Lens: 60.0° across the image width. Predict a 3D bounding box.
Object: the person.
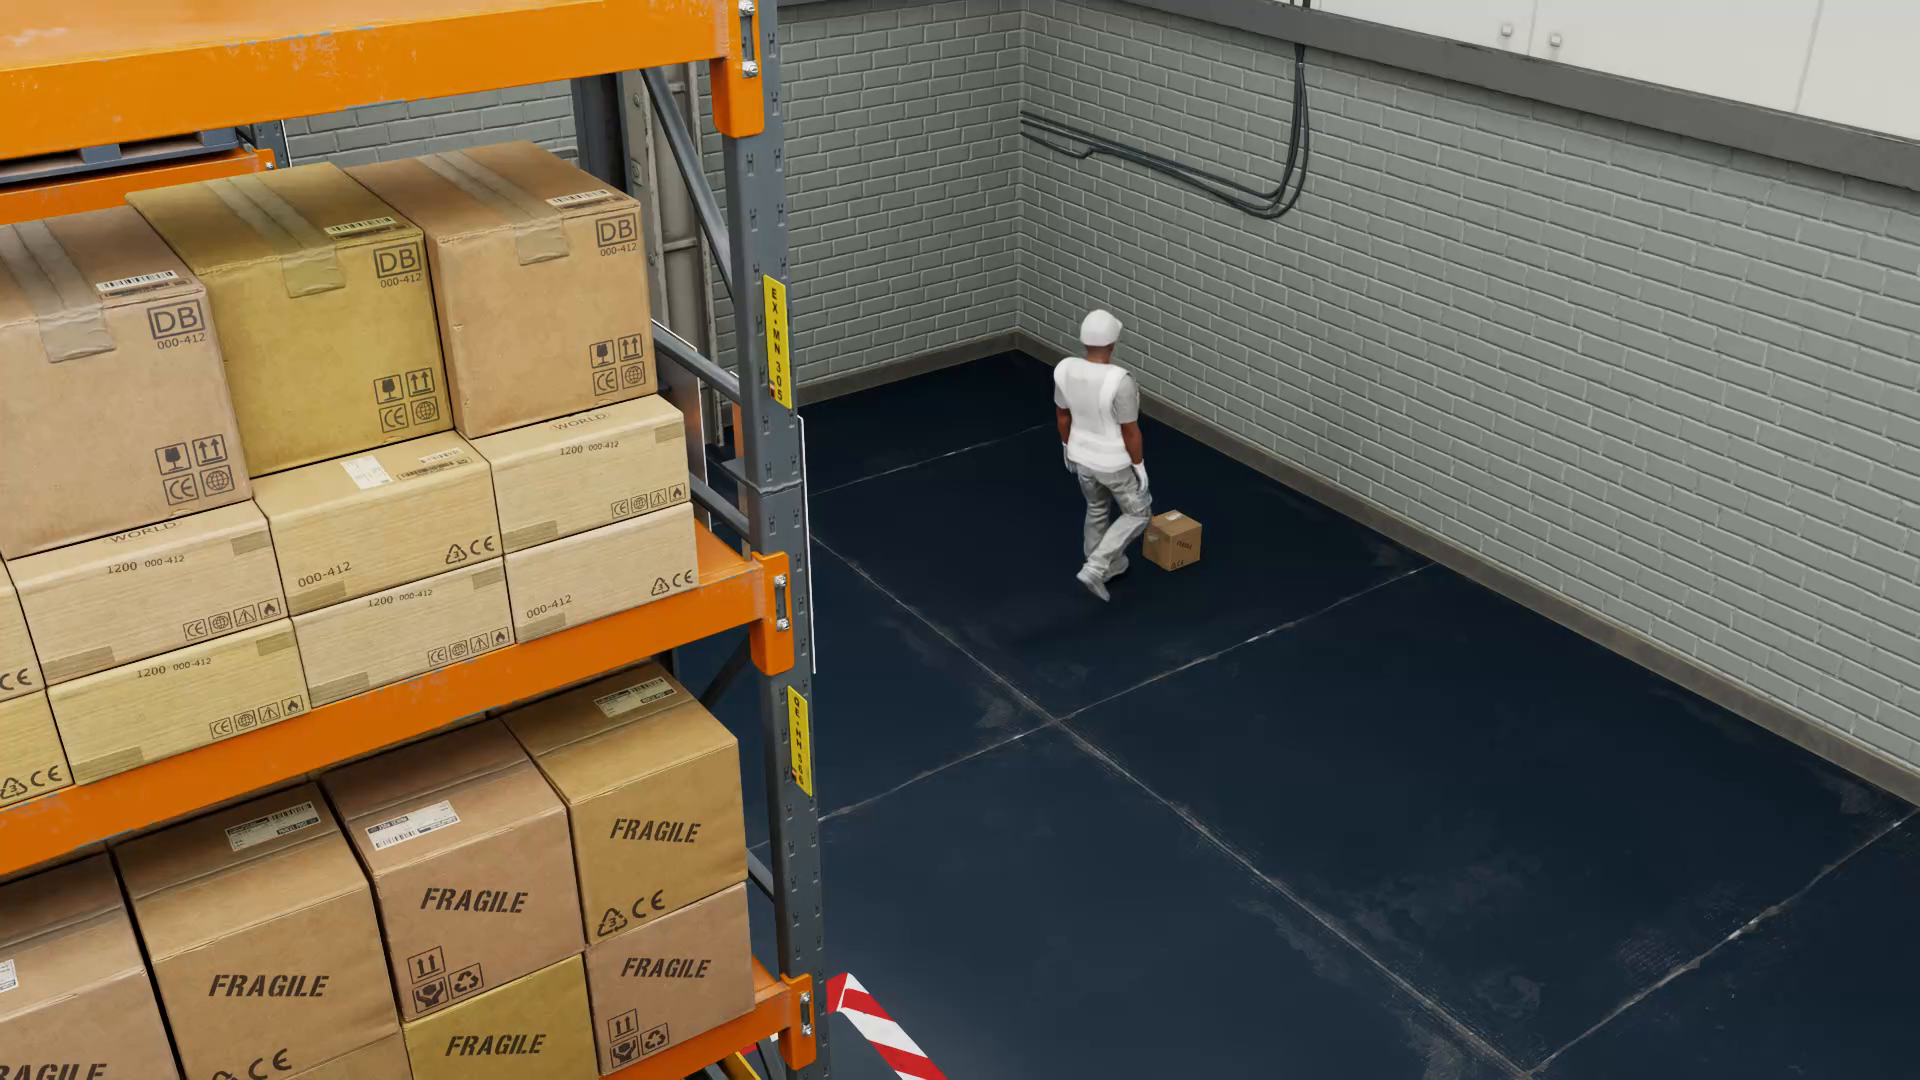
[{"bbox_3d":[0.838,-0.482,9.448,0.592,1.773,0.697,25,37,38],"label":"person"}]
